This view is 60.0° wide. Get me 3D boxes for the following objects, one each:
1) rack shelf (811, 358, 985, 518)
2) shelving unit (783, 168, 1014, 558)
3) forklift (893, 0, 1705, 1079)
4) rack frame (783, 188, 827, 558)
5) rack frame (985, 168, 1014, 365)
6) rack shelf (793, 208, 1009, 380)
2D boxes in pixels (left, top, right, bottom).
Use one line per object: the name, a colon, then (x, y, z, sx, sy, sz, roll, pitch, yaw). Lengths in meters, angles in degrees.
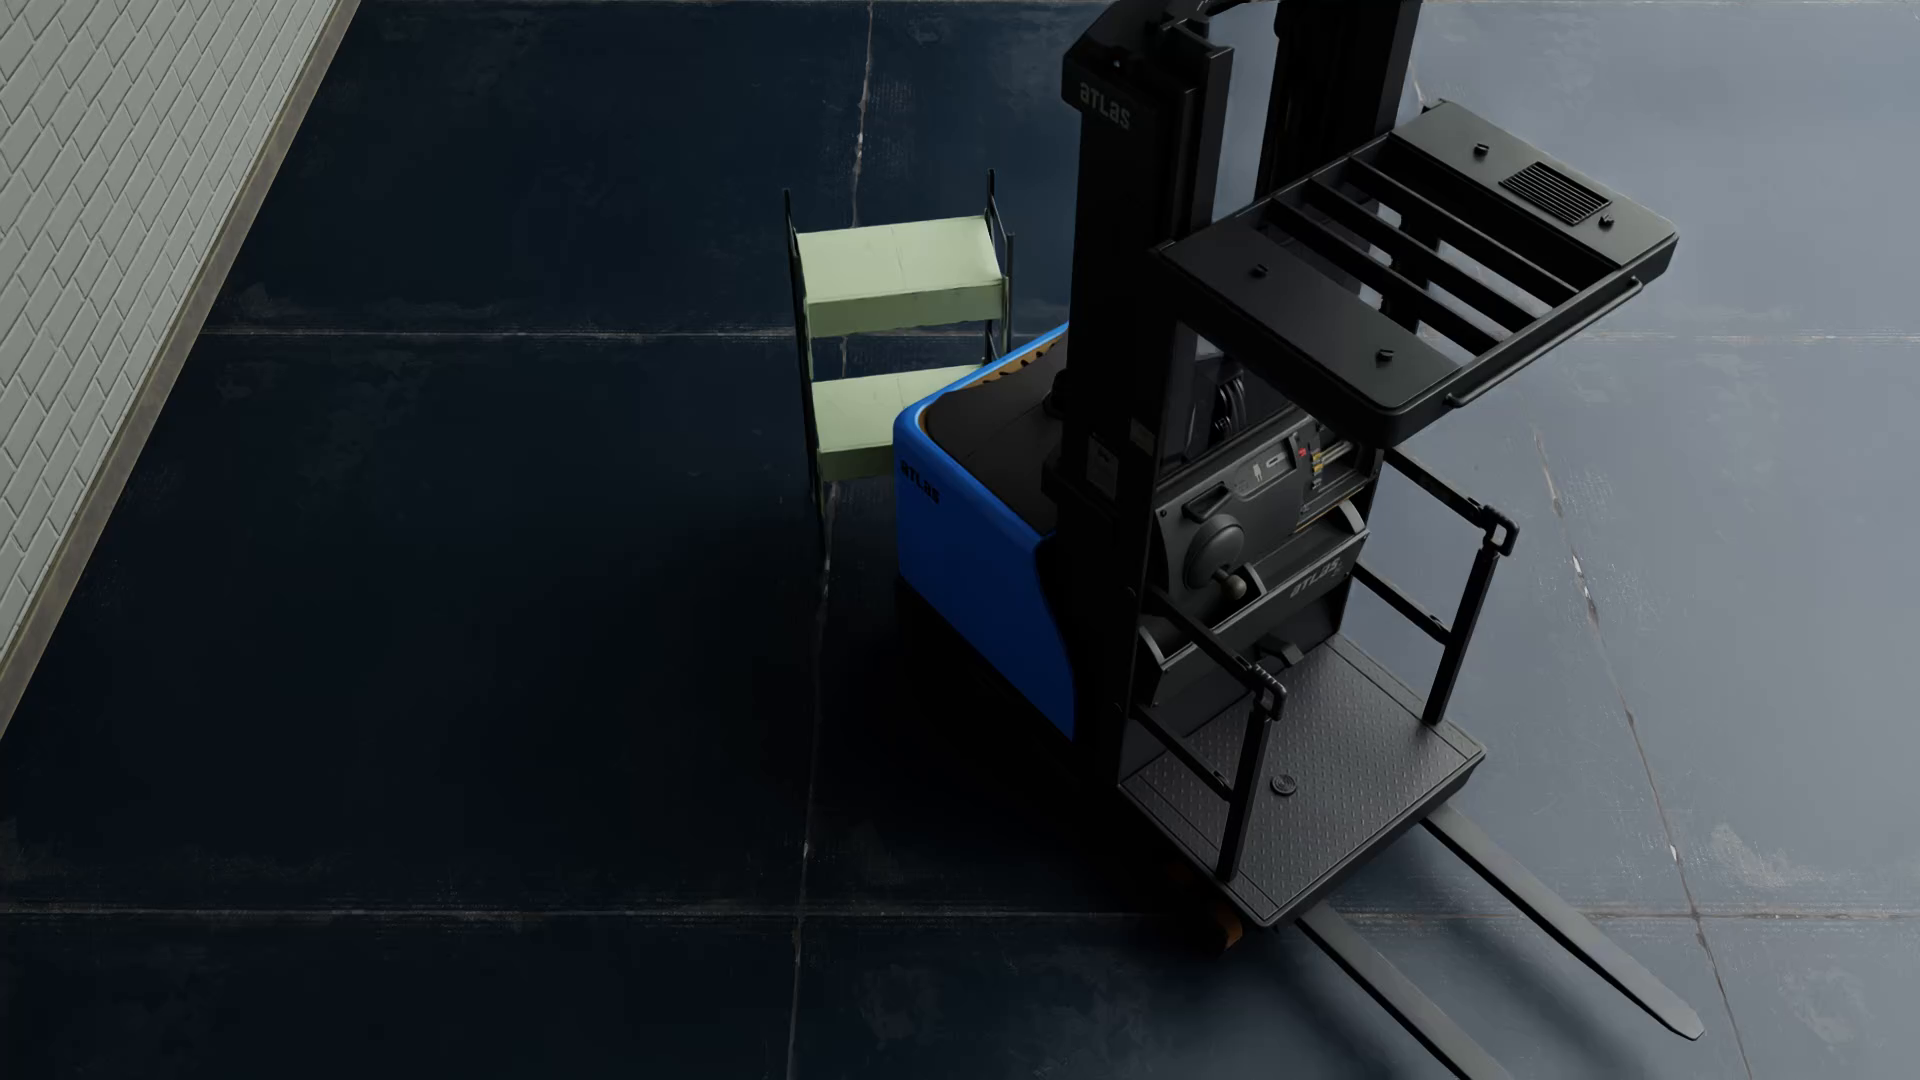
rack shelf: (-0.219, -0.405, 6.548, 0.720, 0.370, 0.431, -7, 47, -7)
shelving unit: (-0.219, -0.627, 6.309, 0.755, 1.500, 0.431, -7, 47, -7)
forklift: (1.064, -0.070, 4.813, 1.130, 2.935, 3.031, -30, 54, -25)
rack frame: (-0.580, -0.583, 6.268, 0.023, 1.500, 0.400, -7, 47, -7)
rack frame: (0.141, -0.672, 6.351, 0.023, 1.500, 0.400, -7, 47, -7)
rack shelf: (-0.219, -0.893, 6.024, 0.720, 0.370, 0.431, -7, 47, -7)
